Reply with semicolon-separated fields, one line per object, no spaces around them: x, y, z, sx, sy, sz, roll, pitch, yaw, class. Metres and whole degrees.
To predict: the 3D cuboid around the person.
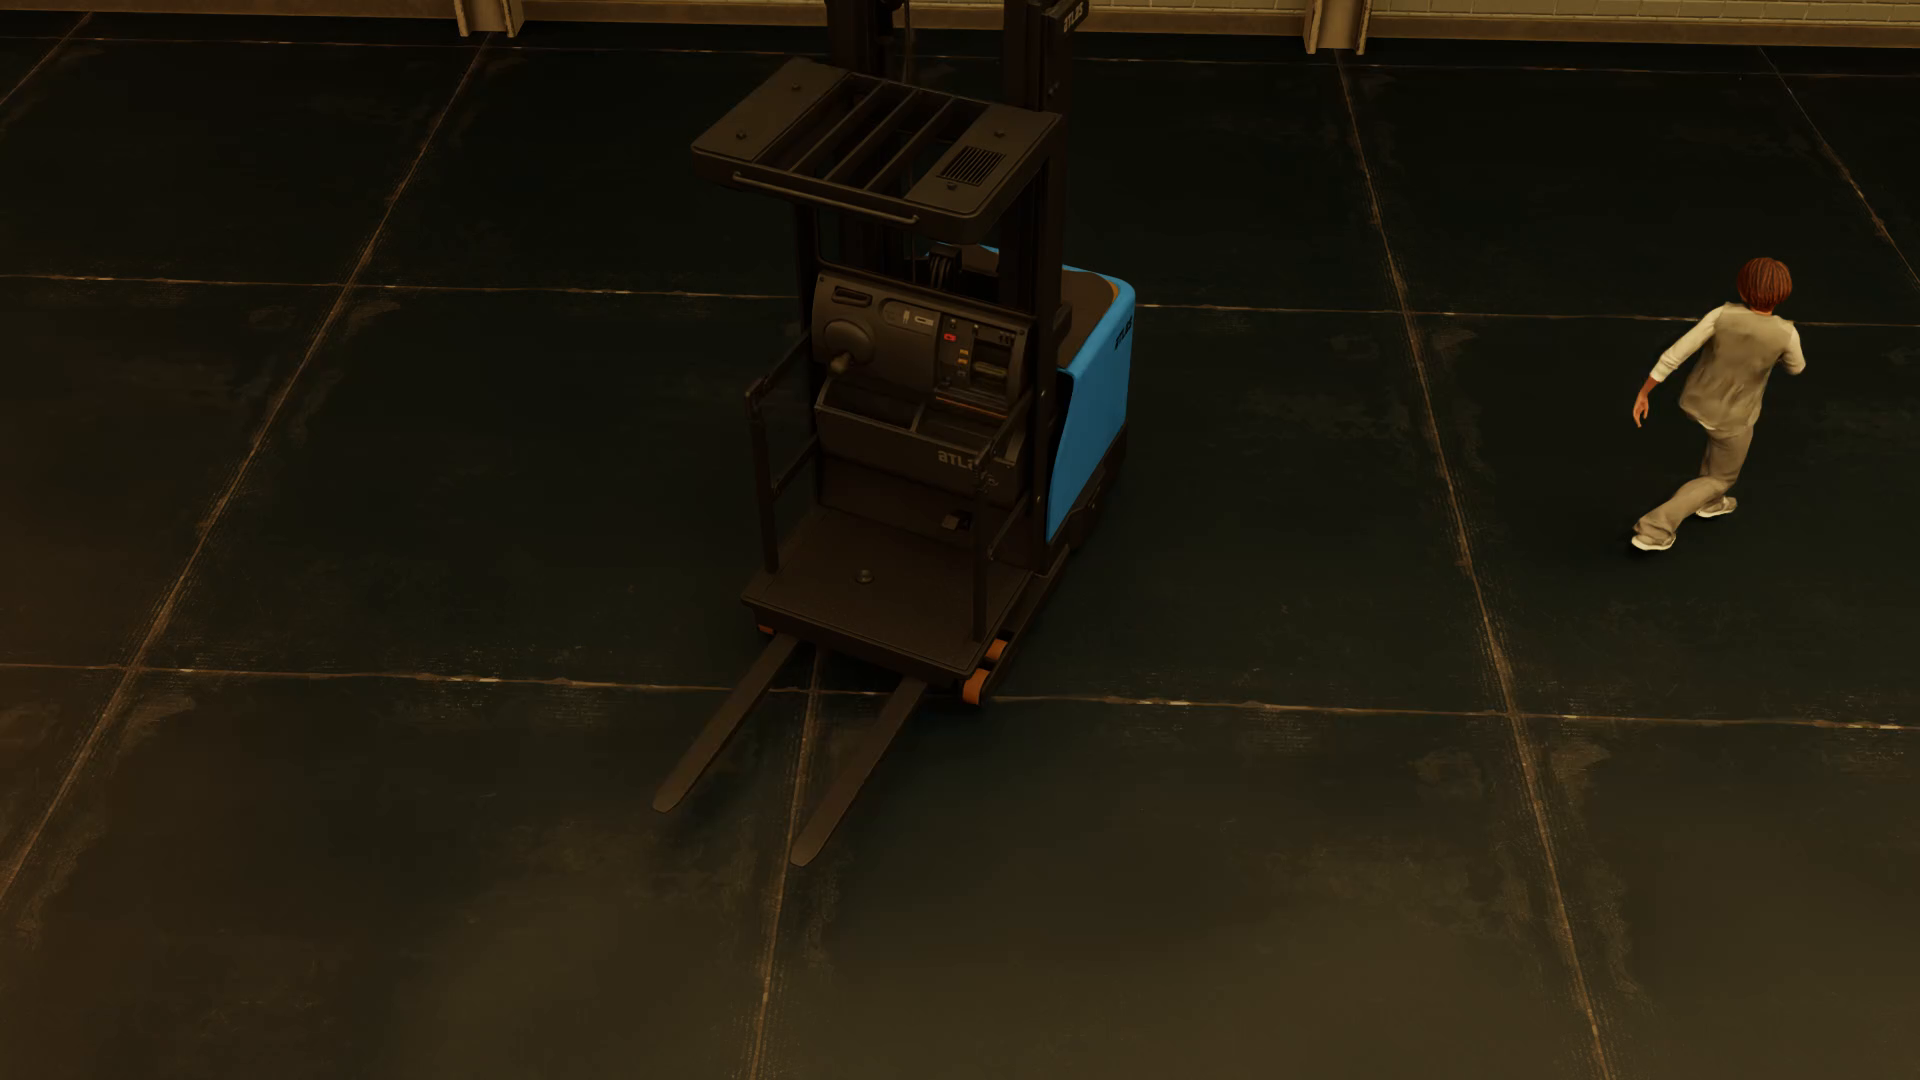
3.423;-0.612;7.490;0.794;1.518;0.438;-26;48;-26;person

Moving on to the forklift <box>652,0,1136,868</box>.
-0.257;-0.709;6.519;1.130;2.935;3.031;17;45;18;forklift
